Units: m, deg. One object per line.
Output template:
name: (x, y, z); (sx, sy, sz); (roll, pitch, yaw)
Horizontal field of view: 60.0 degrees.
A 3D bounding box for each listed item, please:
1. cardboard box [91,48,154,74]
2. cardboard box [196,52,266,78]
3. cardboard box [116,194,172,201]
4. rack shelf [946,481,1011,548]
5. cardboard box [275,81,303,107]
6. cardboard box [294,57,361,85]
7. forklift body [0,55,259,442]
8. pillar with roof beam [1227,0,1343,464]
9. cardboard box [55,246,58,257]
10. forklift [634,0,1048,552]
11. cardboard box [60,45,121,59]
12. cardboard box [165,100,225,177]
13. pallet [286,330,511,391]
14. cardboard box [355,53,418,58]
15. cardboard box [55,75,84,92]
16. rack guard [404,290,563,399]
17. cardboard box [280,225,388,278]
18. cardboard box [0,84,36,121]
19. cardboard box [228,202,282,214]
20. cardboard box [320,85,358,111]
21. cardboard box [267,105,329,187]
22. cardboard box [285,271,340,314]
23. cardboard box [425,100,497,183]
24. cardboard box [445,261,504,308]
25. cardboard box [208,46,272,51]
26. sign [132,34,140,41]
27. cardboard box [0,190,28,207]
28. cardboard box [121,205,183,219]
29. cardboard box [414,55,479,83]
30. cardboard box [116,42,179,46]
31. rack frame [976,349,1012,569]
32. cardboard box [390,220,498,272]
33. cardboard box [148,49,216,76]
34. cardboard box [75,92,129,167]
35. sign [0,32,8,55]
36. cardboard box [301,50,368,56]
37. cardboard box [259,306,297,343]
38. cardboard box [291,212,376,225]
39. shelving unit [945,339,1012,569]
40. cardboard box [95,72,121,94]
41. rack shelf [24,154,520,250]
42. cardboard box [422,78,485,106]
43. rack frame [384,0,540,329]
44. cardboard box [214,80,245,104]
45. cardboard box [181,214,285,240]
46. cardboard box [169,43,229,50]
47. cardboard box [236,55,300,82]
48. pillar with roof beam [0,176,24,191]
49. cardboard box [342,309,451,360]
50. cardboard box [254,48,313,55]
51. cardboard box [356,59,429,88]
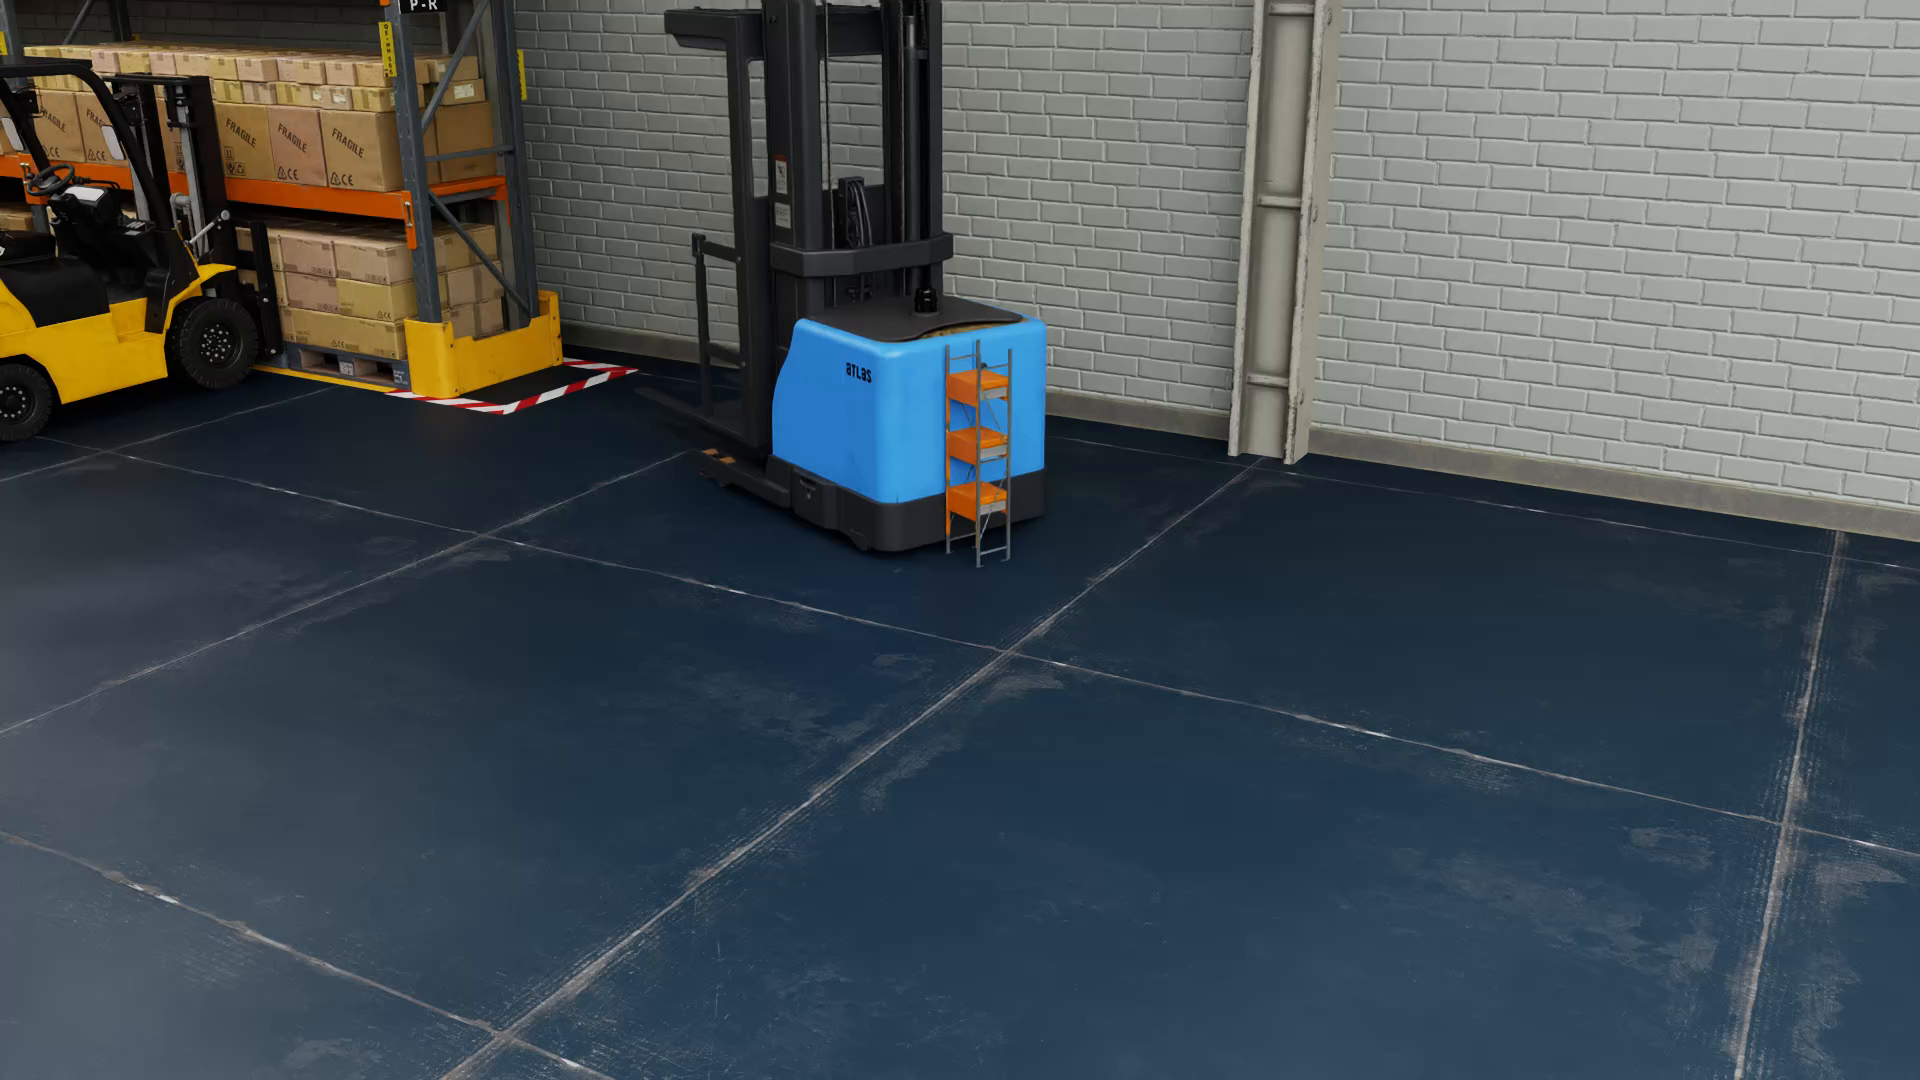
cardboard box: (-5.941, -3.422, 11.865); (0.250, 0.149, 0.380); (11, 23, 28)
cardboard box: (-5.015, -3.278, 11.468); (0.250, 0.149, 0.380); (11, 23, 28)
cardboard box: (-6.225, -2.551, 12.950); (0.500, 0.250, 0.500); (11, 23, 28)
rack shelf: (0.087, -0.138, 8.051); (0.215, 0.259, 0.240); (-14, 24, -34)
cardboard box: (-4.342, -3.001, 11.143); (0.250, 0.149, 0.380); (11, 22, 27)
cardboard box: (-4.145, -3.091, 10.955); (0.250, 0.149, 0.380); (11, 23, 28)
forklift body: (-5.802, -1.909, 10.473); (1.214, 2.155, 2.313); (11, 23, 27)
pillar with roof beam: (-0.287, -3.461, 4.709); (0.400, 9.000, 9.100); (11, 23, 27)
cardboard box: (-6.477, -2.168, 12.627); (0.500, 0.250, 0.500); (11, 23, 27)
forklift: (-0.840, -1.758, 8.915); (1.130, 2.935, 3.031); (-14, 24, -34)
cardboard box: (-6.334, -3.540, 12.191); (0.250, 0.149, 0.380); (11, 23, 28)
cardboard box: (-5.155, -2.841, 11.651); (0.500, 0.500, 0.500); (11, 23, 28)
pallet: (-3.945, -1.340, 11.748); (1.213, 0.211, 1.003); (11, 23, 27)
cardboard box: (-3.896, -3.240, 11.364); (0.250, 0.149, 0.380); (11, 23, 28)
cardboard box: (-6.372, -3.379, 12.183); (0.250, 0.149, 0.380); (11, 23, 29)
rack guard: (-3.236, -1.357, 11.372); (0.348, 0.500, 1.175); (11, 23, 27)
cardboard box: (-4.260, -1.977, 11.368); (0.500, 0.250, 0.500); (11, 23, 28)
cardboard box: (-7.303, -3.371, 12.746); (0.500, 0.250, 0.500); (10, 22, 26)
cardboard box: (-5.340, -2.384, 12.487); (0.500, 0.250, 0.500); (11, 23, 28)
cardboard box: (-3.934, -2.895, 10.851); (0.250, 0.149, 0.380); (11, 23, 28)
cardboard box: (-4.263, -2.675, 11.195); (0.500, 0.500, 0.500); (12, 23, 29)
cardboard box: (-4.267, -1.750, 11.474); (0.500, 0.250, 0.500); (11, 22, 27)
cardboard box: (-3.554, -2.748, 11.394); (0.500, 0.500, 0.500); (12, 23, 29)
cardboard box: (-3.566, -1.816, 11.655); (0.500, 0.250, 0.500); (11, 23, 28)
cardboard box: (-5.221, -3.507, 12.100); (0.250, 0.149, 0.380); (11, 22, 27)
sign: (-6.480, -3.811, 13.085); (0.005, 0.325, 0.100); (11, 23, 27)
cardboard box: (-7.884, -2.497, 13.716); (0.625, 0.625, 0.875); (11, 22, 27)
cardboard box: (-6.038, -2.314, 12.295); (0.500, 0.250, 0.500); (11, 23, 27)
cardboard box: (-3.446, -3.147, 11.107); (0.250, 0.149, 0.380); (10, 22, 26)
cardboard box: (-6.124, -3.675, 12.564); (0.250, 0.149, 0.380); (10, 22, 26)
rack frame: (0.161, -0.376, 7.861); (0.200, 1.050, 0.008); (-14, 24, -34)
cardboard box: (-3.584, -2.047, 11.559); (0.500, 0.250, 0.500); (10, 22, 26)
cardboard box: (-5.452, -3.361, 11.697); (0.250, 0.149, 0.380); (11, 23, 27)
cardboard box: (-6.026, -3.015, 12.130); (0.500, 0.500, 0.500); (11, 23, 28)
sign: (-7.005, -3.545, 12.157); (0.005, 0.325, 0.100); (11, 23, 27)
cardboard box: (-4.347, -3.322, 11.590); (0.250, 0.149, 0.380); (12, 23, 29)
cardboard box: (-4.683, -1.596, 11.782); (0.500, 0.250, 0.500); (11, 23, 28)
cardboard box: (-4.454, -2.215, 12.023); (0.500, 0.250, 0.500); (11, 22, 27)
shelving unit: (0.087, -0.409, 7.953); (0.215, 1.050, 0.252); (-14, 24, -34)
cardboard box: (-5.952, -3.281, 11.913); (0.250, 0.149, 0.380); (11, 23, 28)
rack shelf: (-5.003, -2.530, 11.996); (4.000, 0.370, 1.077); (11, 23, 27)
cardboard box: (-3.427, -3.021, 11.197); (0.250, 0.149, 0.380); (10, 22, 26)
rack frame: (-3.257, -2.536, 10.957); (0.127, 3.000, 1.000); (11, 23, 27)
cardboard box: (-4.828, -3.068, 11.326); (0.250, 0.149, 0.380); (11, 23, 28)
cardboard box: (-5.144, -2.145, 11.829); (0.500, 0.250, 0.500); (10, 22, 26)
cardboard box: (-5.638, -3.612, 12.391); (0.250, 0.149, 0.380); (10, 22, 26)
cardboard box: (-4.607, -3.165, 11.158); (0.250, 0.149, 0.380); (11, 23, 29)
pillar with roof beam: (-10.763, -5.456, 10.210); (0.400, 9.000, 9.100); (11, 23, 27)
cardboard box: (-3.821, -1.425, 11.310); (0.500, 0.250, 0.500); (11, 23, 28)
cardboard box: (-4.782, -3.413, 11.840); (0.250, 0.149, 0.380); (11, 23, 28)
cardboard box: (-3.673, -3.024, 10.769); (0.250, 0.149, 0.380); (11, 23, 27)
